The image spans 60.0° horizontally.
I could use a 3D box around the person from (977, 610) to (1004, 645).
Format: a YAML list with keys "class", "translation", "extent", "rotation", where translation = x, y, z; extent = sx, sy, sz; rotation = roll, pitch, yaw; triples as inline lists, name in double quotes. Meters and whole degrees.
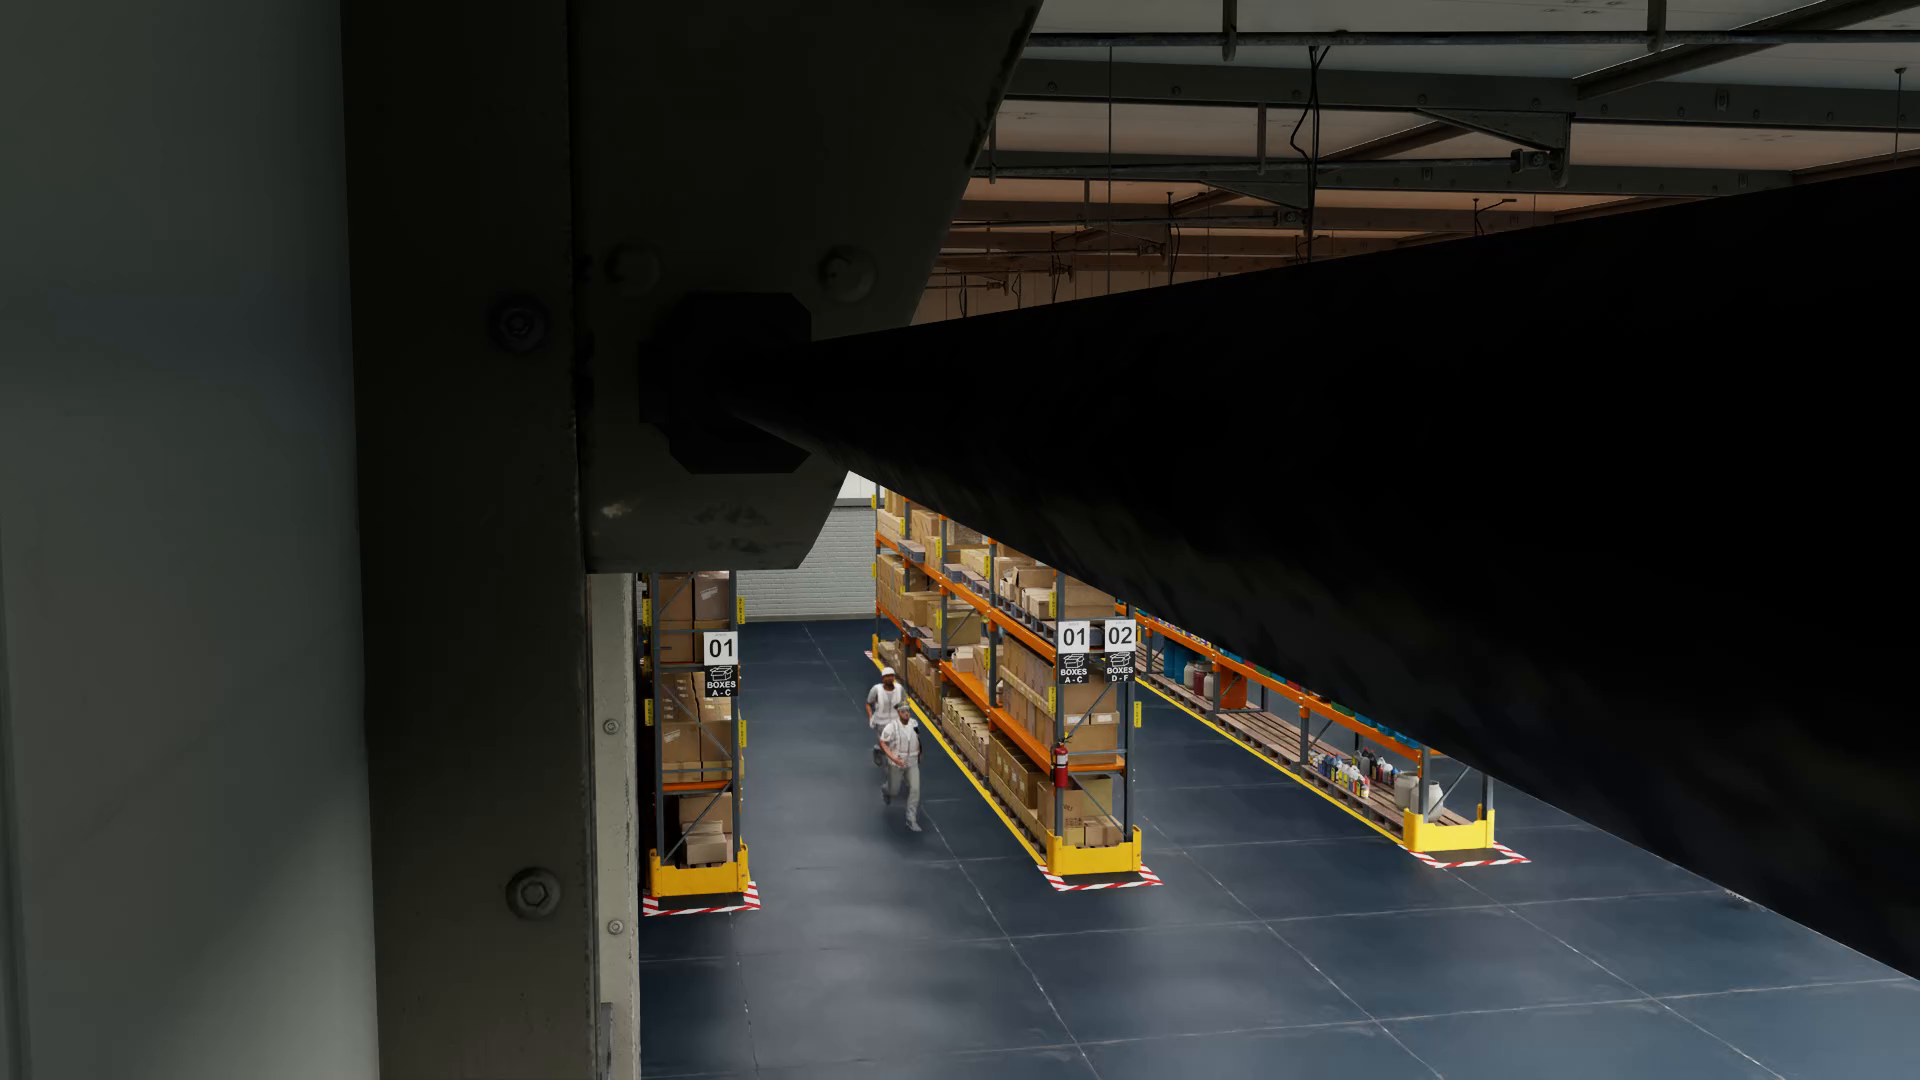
- class: "person"
  translation: [0.677, 1.765, 36.013]
  extent: [0.684, 1.722, 0.671]
  rotation: [-2, 6, -15]

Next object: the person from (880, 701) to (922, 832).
- class: "person"
  translation: [-0.810, 3.107, 23.183]
  extent: [0.642, 1.783, 1.029]
  rotation: [-2, 6, -21]

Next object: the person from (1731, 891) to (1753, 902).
- class: "person"
  translation: [9.499, 3.496, 19.530]
  extent: [0.775, 1.754, 0.584]
  rotation: [3, 6, 24]

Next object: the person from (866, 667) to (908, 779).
- class: "person"
  translation: [-1.122, 2.803, 25.680]
  extent: [0.668, 1.728, 0.645]
  rotation: [-2, 6, -17]
